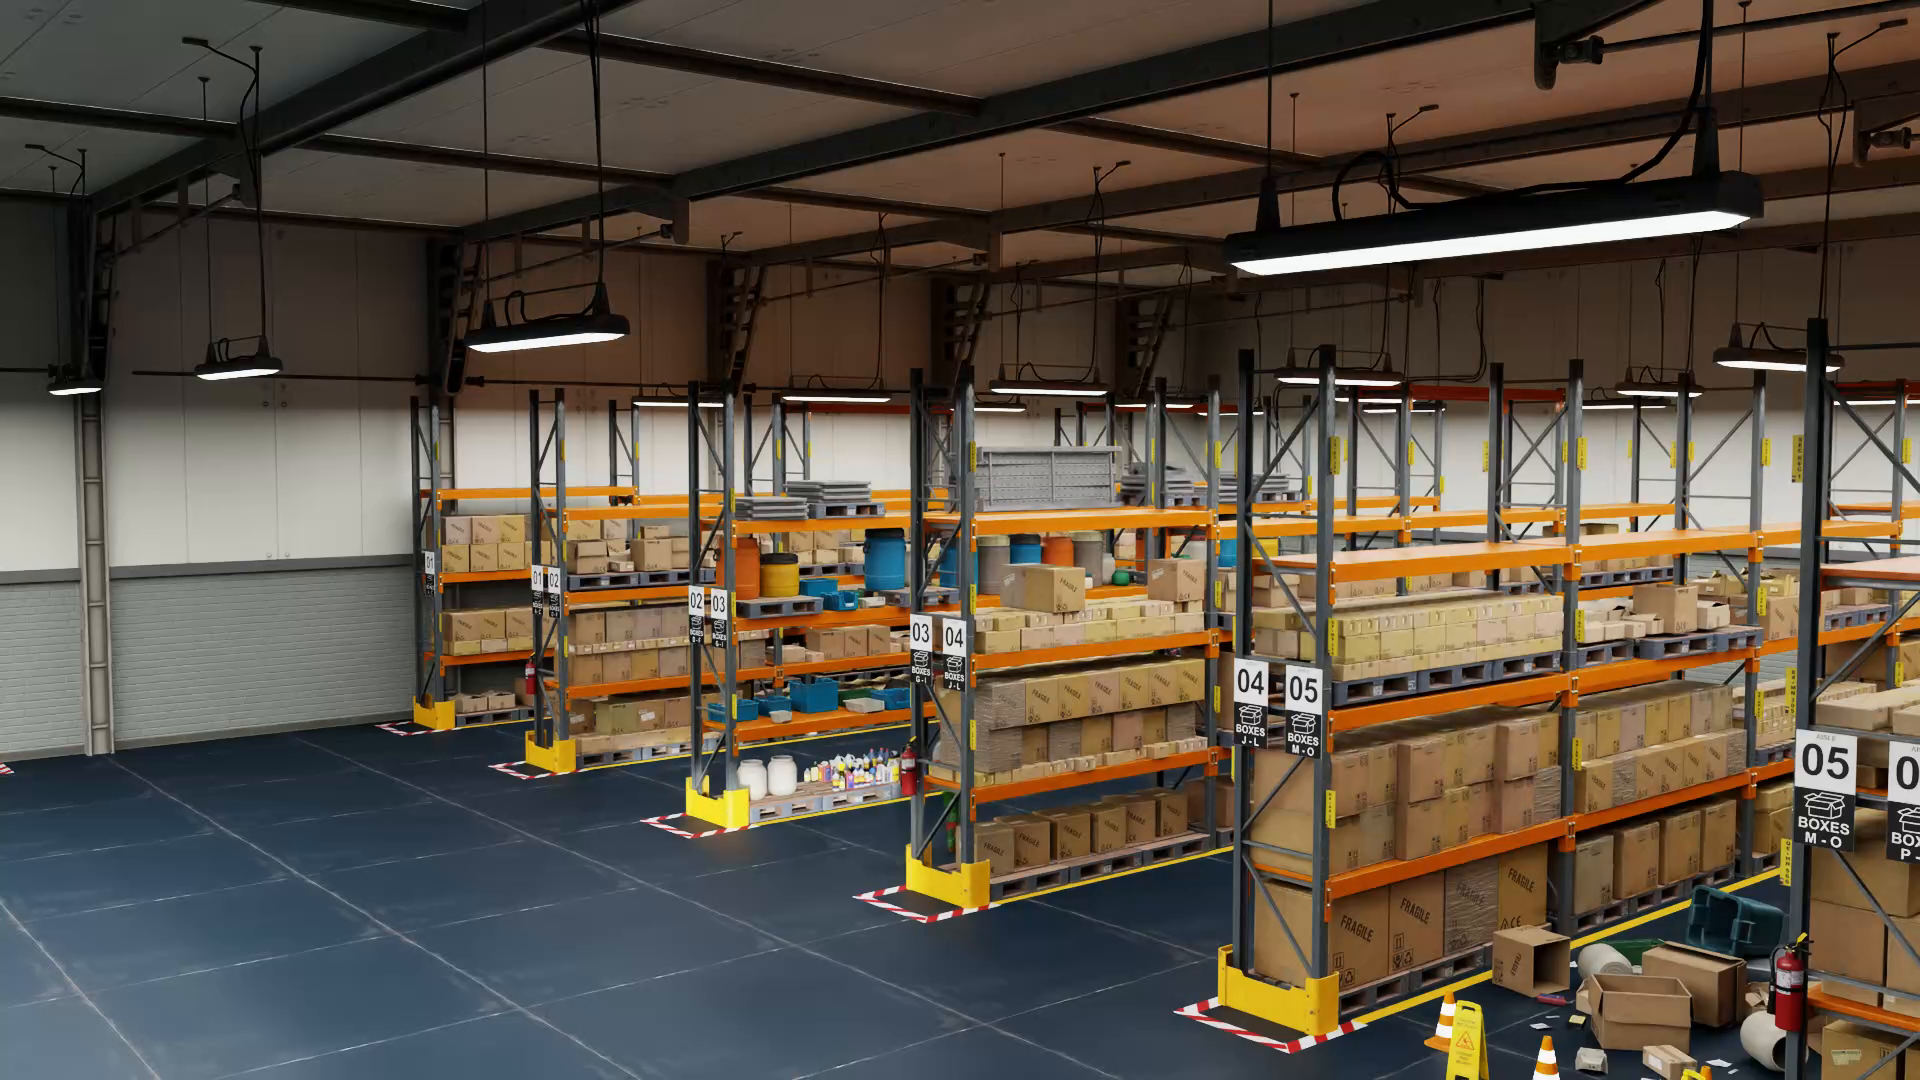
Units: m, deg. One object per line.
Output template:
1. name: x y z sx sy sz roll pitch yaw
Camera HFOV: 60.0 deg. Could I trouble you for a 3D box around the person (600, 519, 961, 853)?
1. person: -3.381 1.687 26.651 10.456 3.796 9.432 1 4 17
